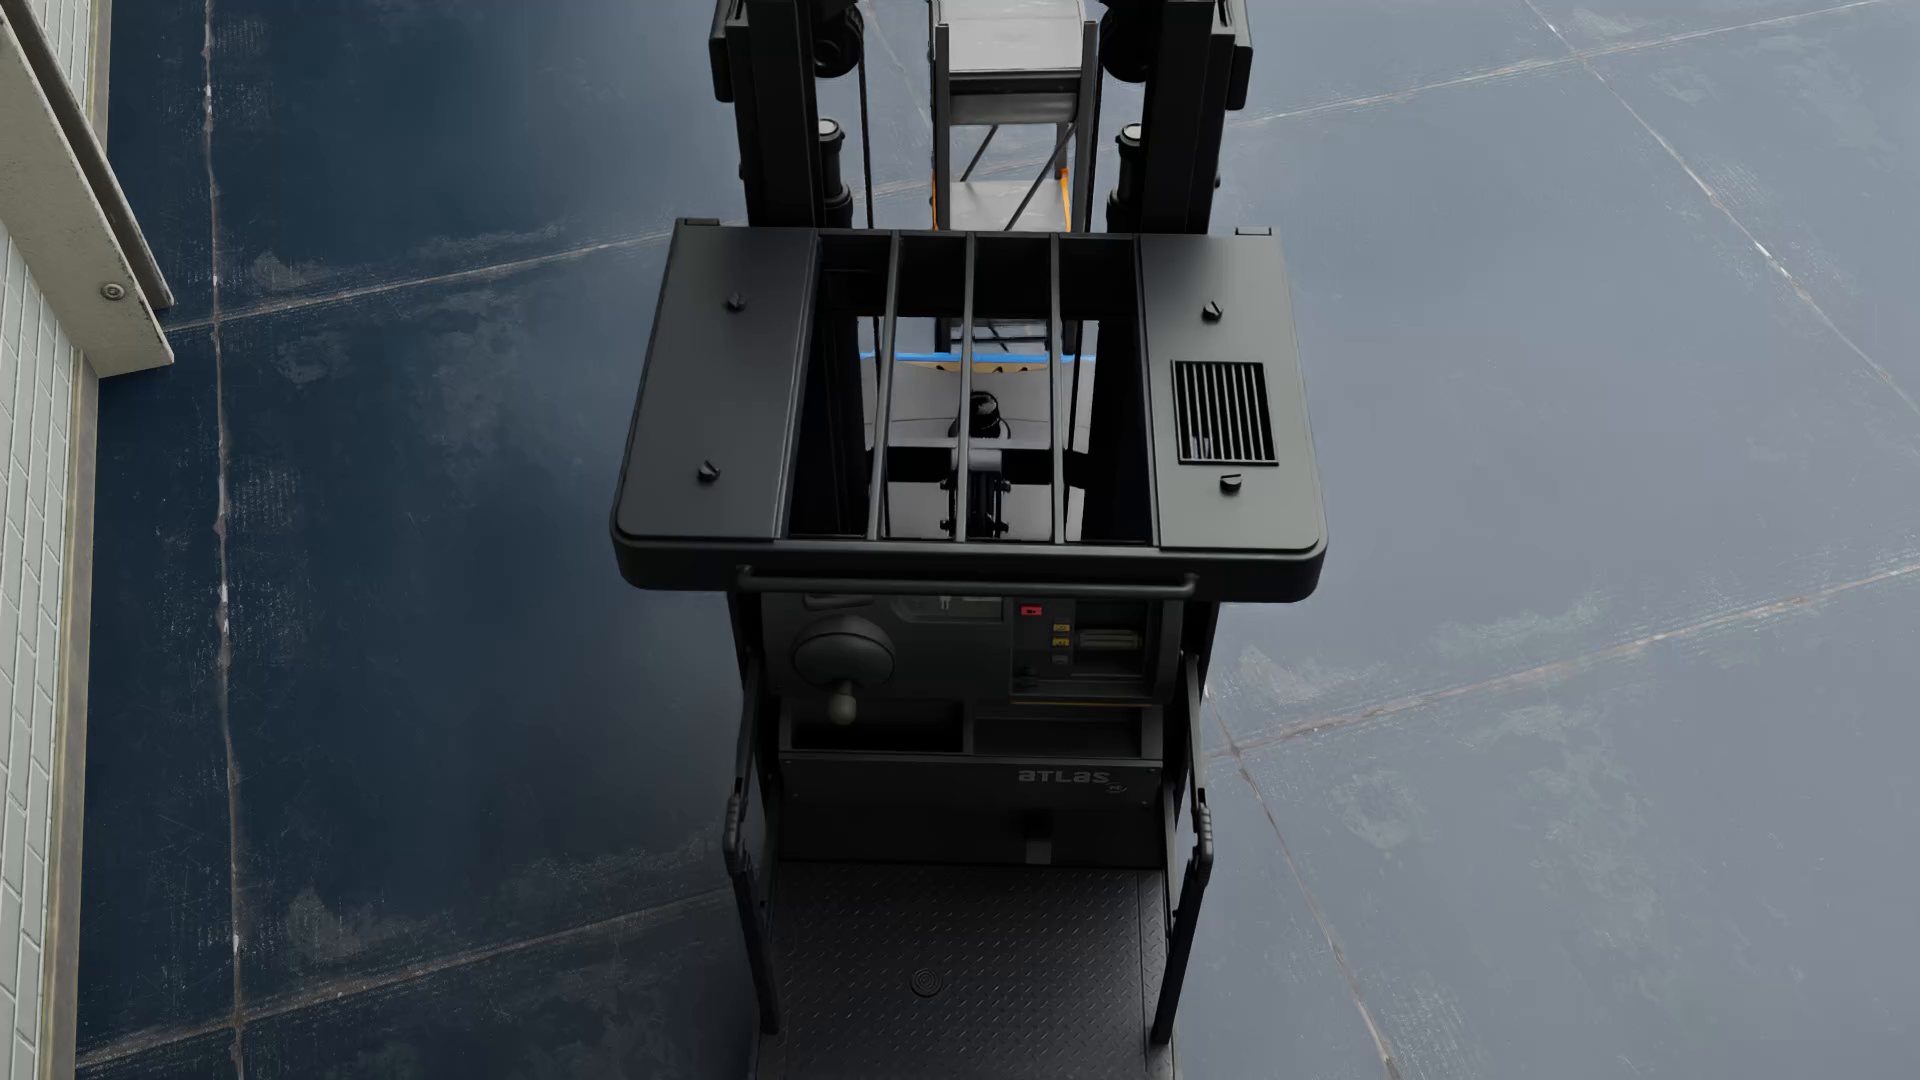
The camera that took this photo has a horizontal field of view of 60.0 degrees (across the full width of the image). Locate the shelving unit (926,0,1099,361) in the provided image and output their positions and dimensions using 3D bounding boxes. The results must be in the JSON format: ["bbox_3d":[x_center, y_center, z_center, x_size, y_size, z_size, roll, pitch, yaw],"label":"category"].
[{"bbox_3d":[0.130,-0.774,5.029,0.431,2.100,0.503,-2,50,-1],"label":"shelving unit"}]

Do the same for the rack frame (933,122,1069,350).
[{"bbox_3d":[0.121,-0.961,5.187,0.400,2.100,0.015,-2,50,-1],"label":"rack frame"}]

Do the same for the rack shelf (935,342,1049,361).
[{"bbox_3d":[0.130,-0.314,5.575,0.431,0.518,0.480,-2,50,-1],"label":"rack shelf"}]

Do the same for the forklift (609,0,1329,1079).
[{"bbox_3d":[0.023,0.328,3.557,1.130,2.935,3.031,1,50,1],"label":"forklift"}]

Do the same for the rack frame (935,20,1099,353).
[{"bbox_3d":[0.139,-0.588,4.872,0.400,2.100,0.015,-2,50,-1],"label":"rack frame"}]

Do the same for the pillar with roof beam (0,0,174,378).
[{"bbox_3d":[0.920,-4.654,3.788,9.100,9.000,0.400,-13,51,-11],"label":"pillar with roof beam"}]

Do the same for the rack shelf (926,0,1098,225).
[{"bbox_3d":[0.130,-1.217,4.505,0.431,0.518,0.480,-2,50,-1],"label":"rack shelf"}]

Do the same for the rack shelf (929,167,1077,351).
[{"bbox_3d":[0.130,-0.765,5.040,0.431,0.518,0.480,-2,50,-1],"label":"rack shelf"}]
